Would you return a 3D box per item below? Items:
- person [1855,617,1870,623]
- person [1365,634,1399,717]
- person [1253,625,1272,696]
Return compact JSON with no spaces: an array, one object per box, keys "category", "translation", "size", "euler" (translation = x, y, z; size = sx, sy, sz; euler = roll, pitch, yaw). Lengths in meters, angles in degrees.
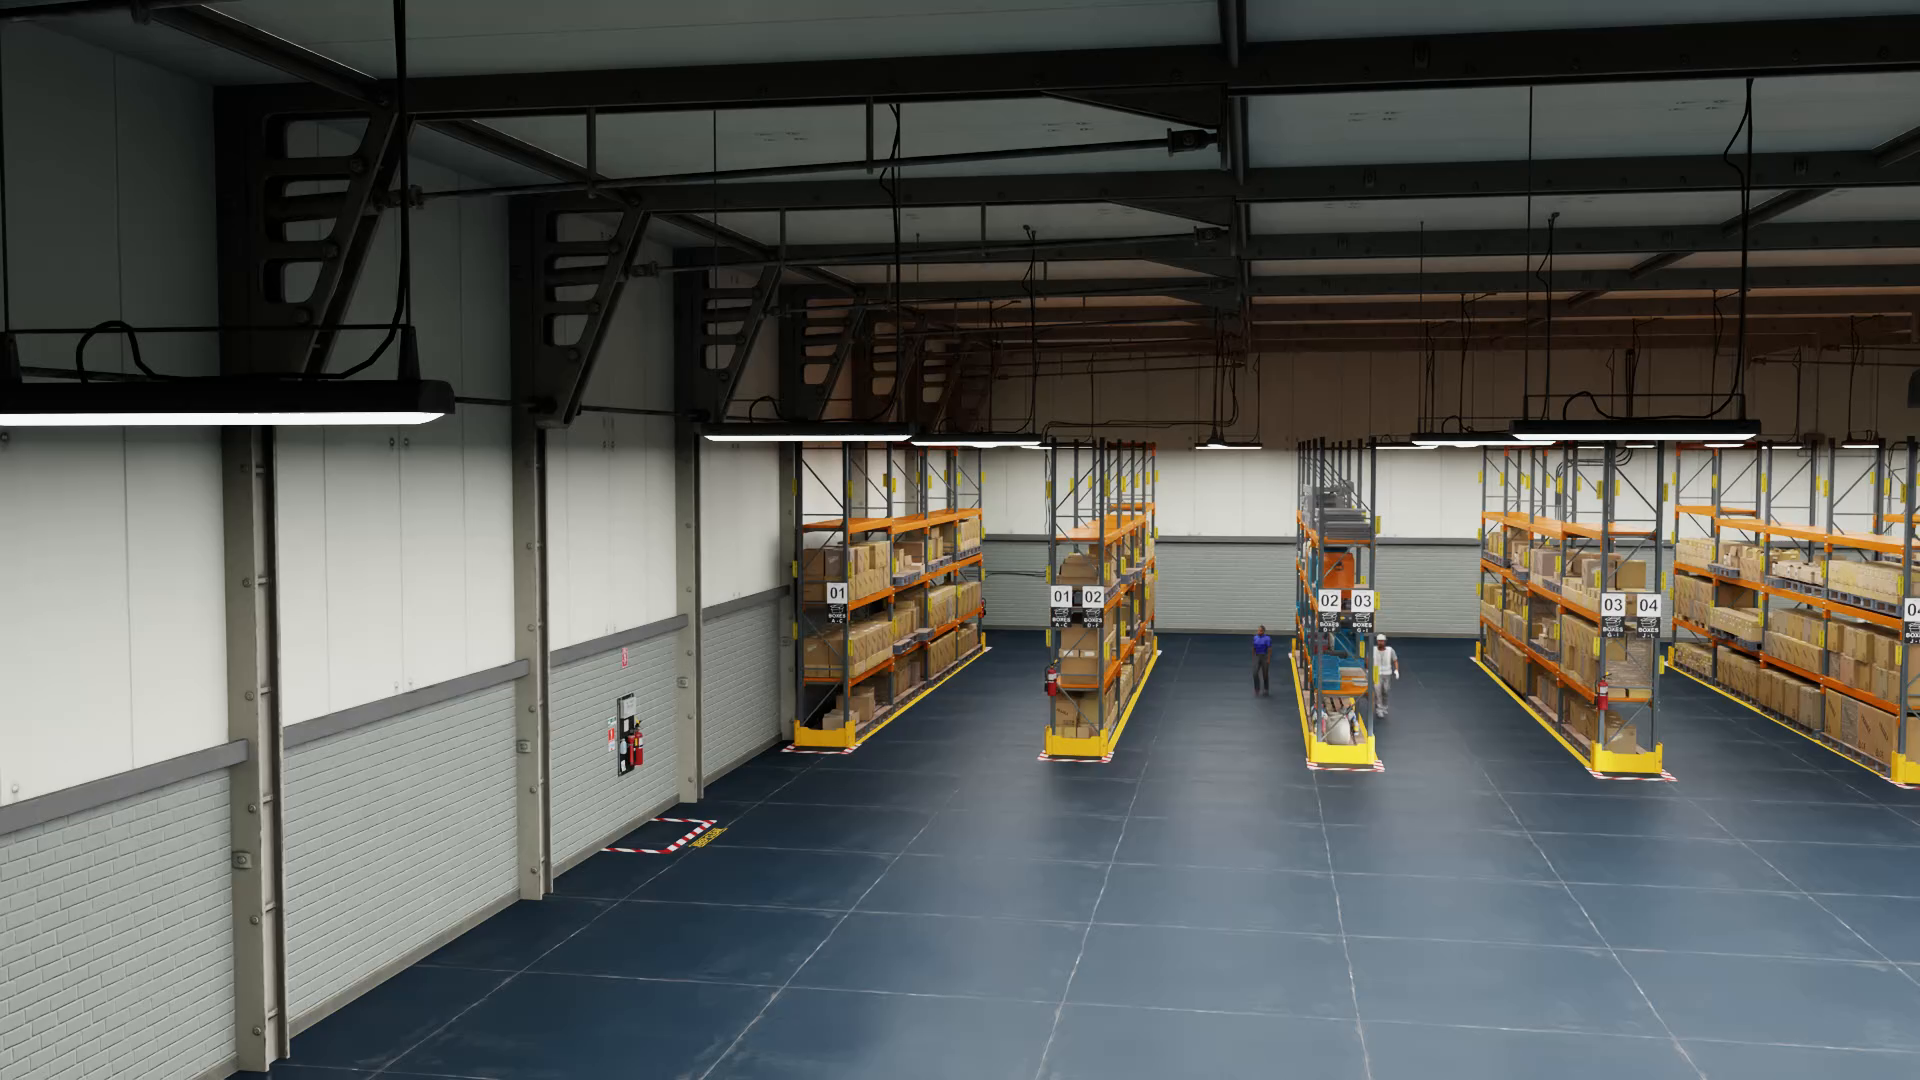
[{"category":"person","translation":[24.838,2.429,45.566],"size":[0.788,1.746,0.545],"euler":[-1,3,-9]},{"category":"person","translation":[9.142,2.926,36.033],"size":[0.664,1.777,0.862],"euler":[0,3,9]},{"category":"person","translation":[7.128,2.846,39.219],"size":[0.493,1.688,0.535],"euler":[2,3,29]}]
